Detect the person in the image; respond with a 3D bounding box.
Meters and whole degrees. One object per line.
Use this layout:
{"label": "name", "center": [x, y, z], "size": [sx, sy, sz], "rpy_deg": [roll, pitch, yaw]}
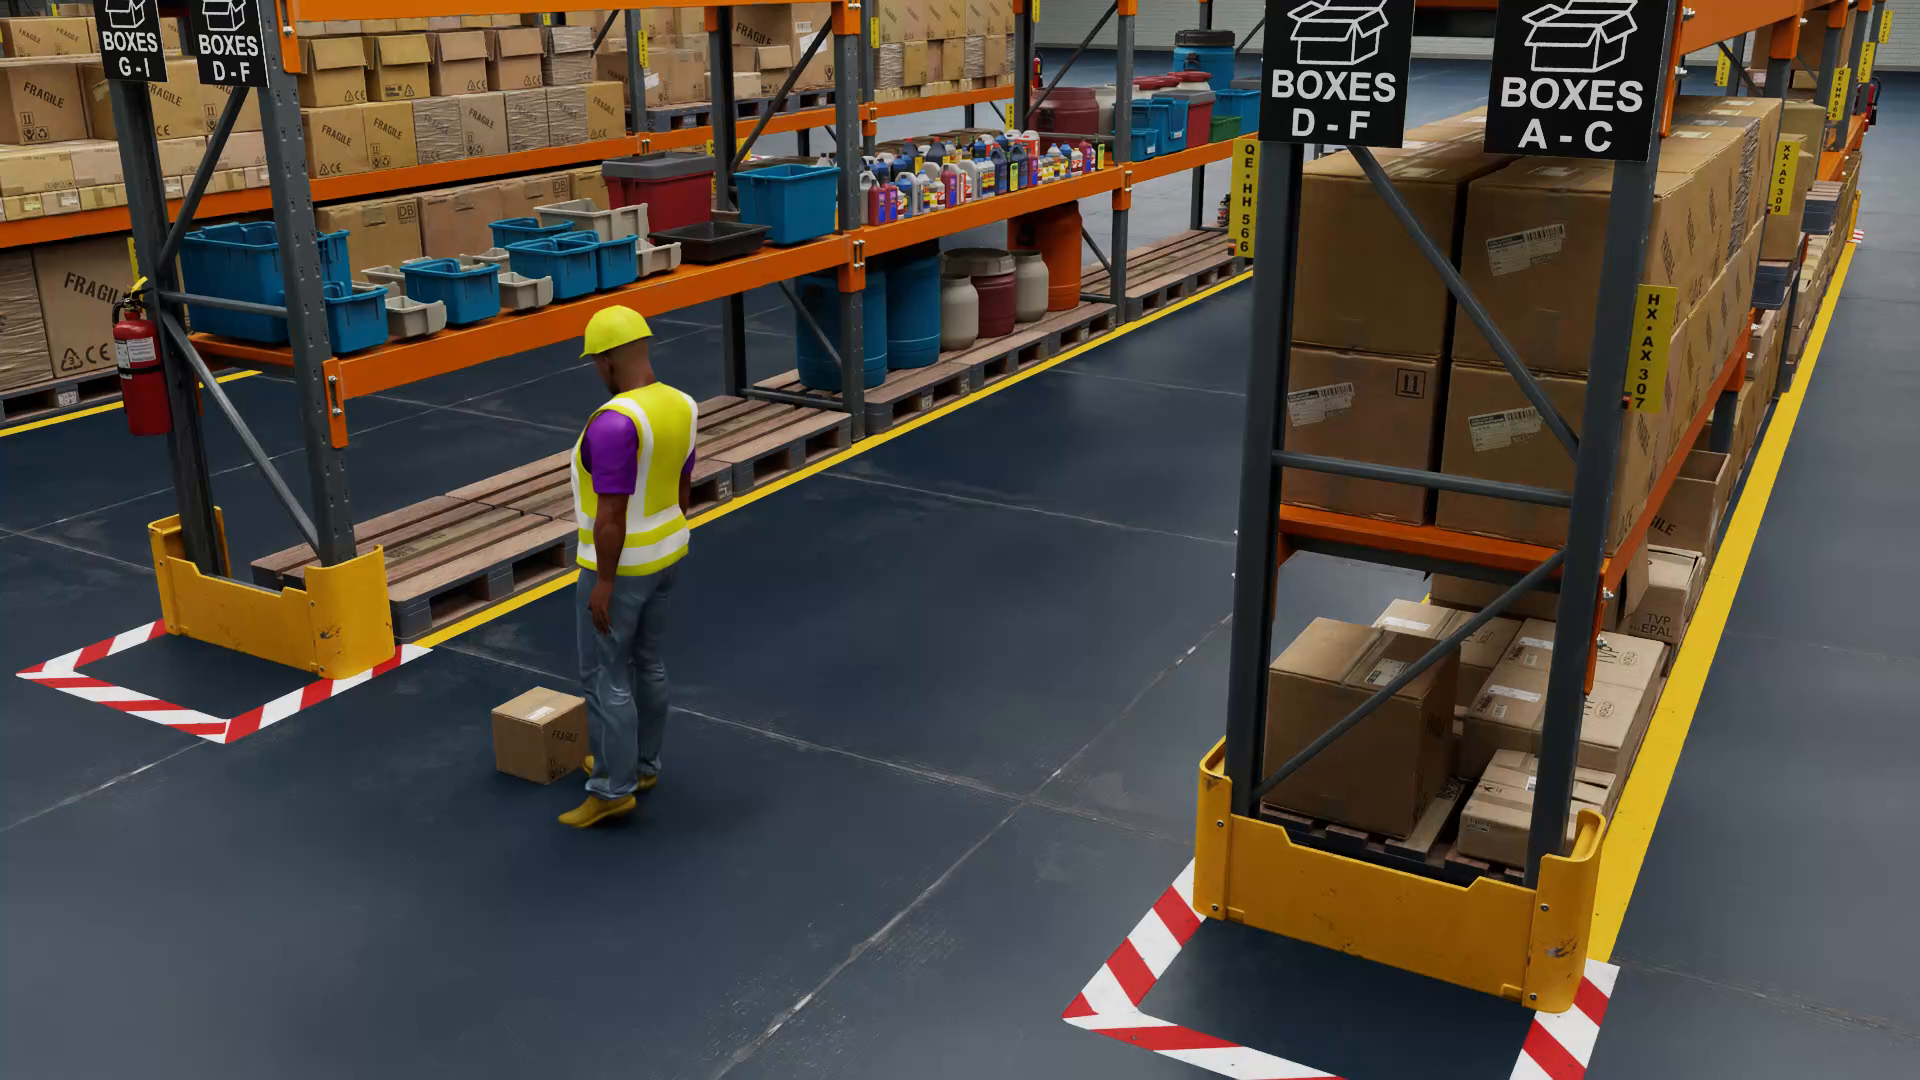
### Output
{"label": "person", "center": [1.564, -2.261, 12.505], "size": [0.612, 1.823, 15.896], "rpy_deg": [7, 21, 20]}
